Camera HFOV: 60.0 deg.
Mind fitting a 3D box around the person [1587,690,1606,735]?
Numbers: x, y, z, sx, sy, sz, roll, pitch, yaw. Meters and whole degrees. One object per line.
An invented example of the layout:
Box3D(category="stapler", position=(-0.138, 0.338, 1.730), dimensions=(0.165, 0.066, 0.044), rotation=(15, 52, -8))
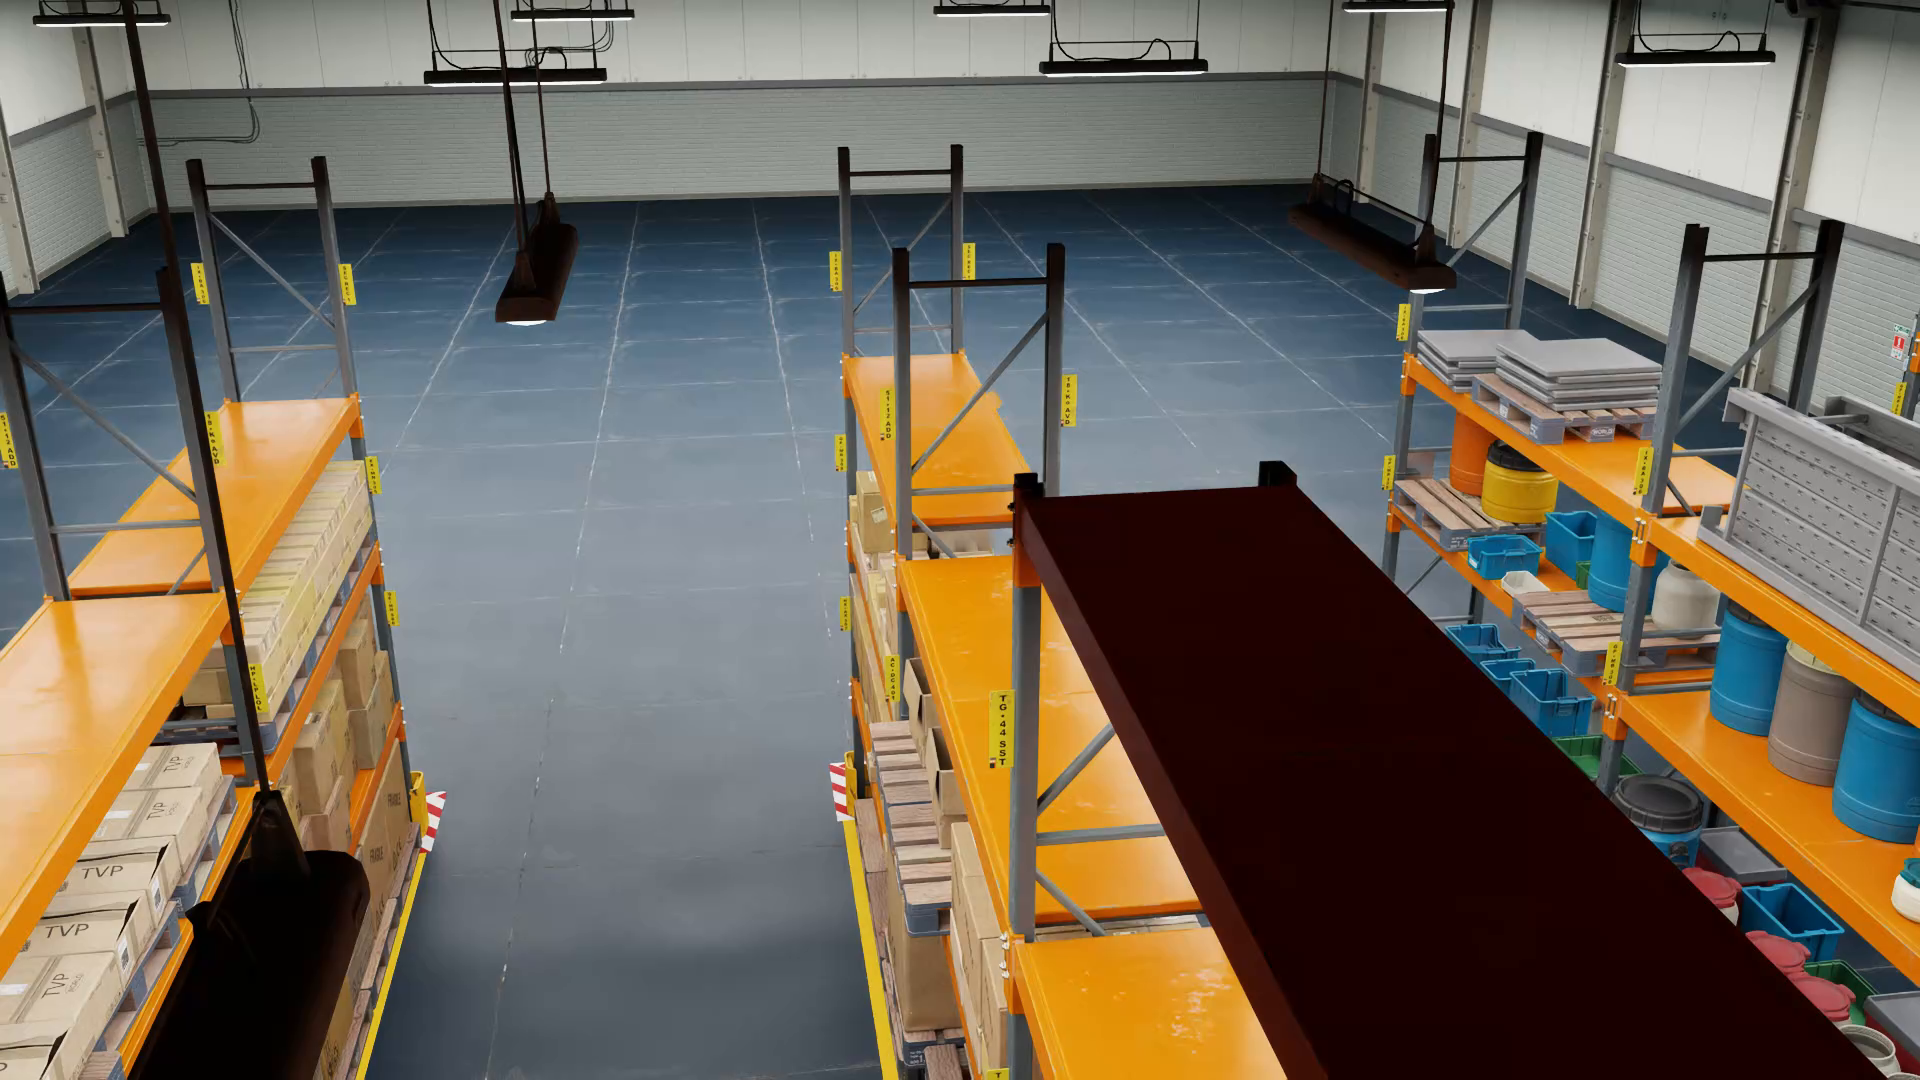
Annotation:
Box3D(category="person", position=(6.087, 1.460, 15.737), dimensions=(0.419, 1.739, 0.542), rotation=(8, 23, 19))
